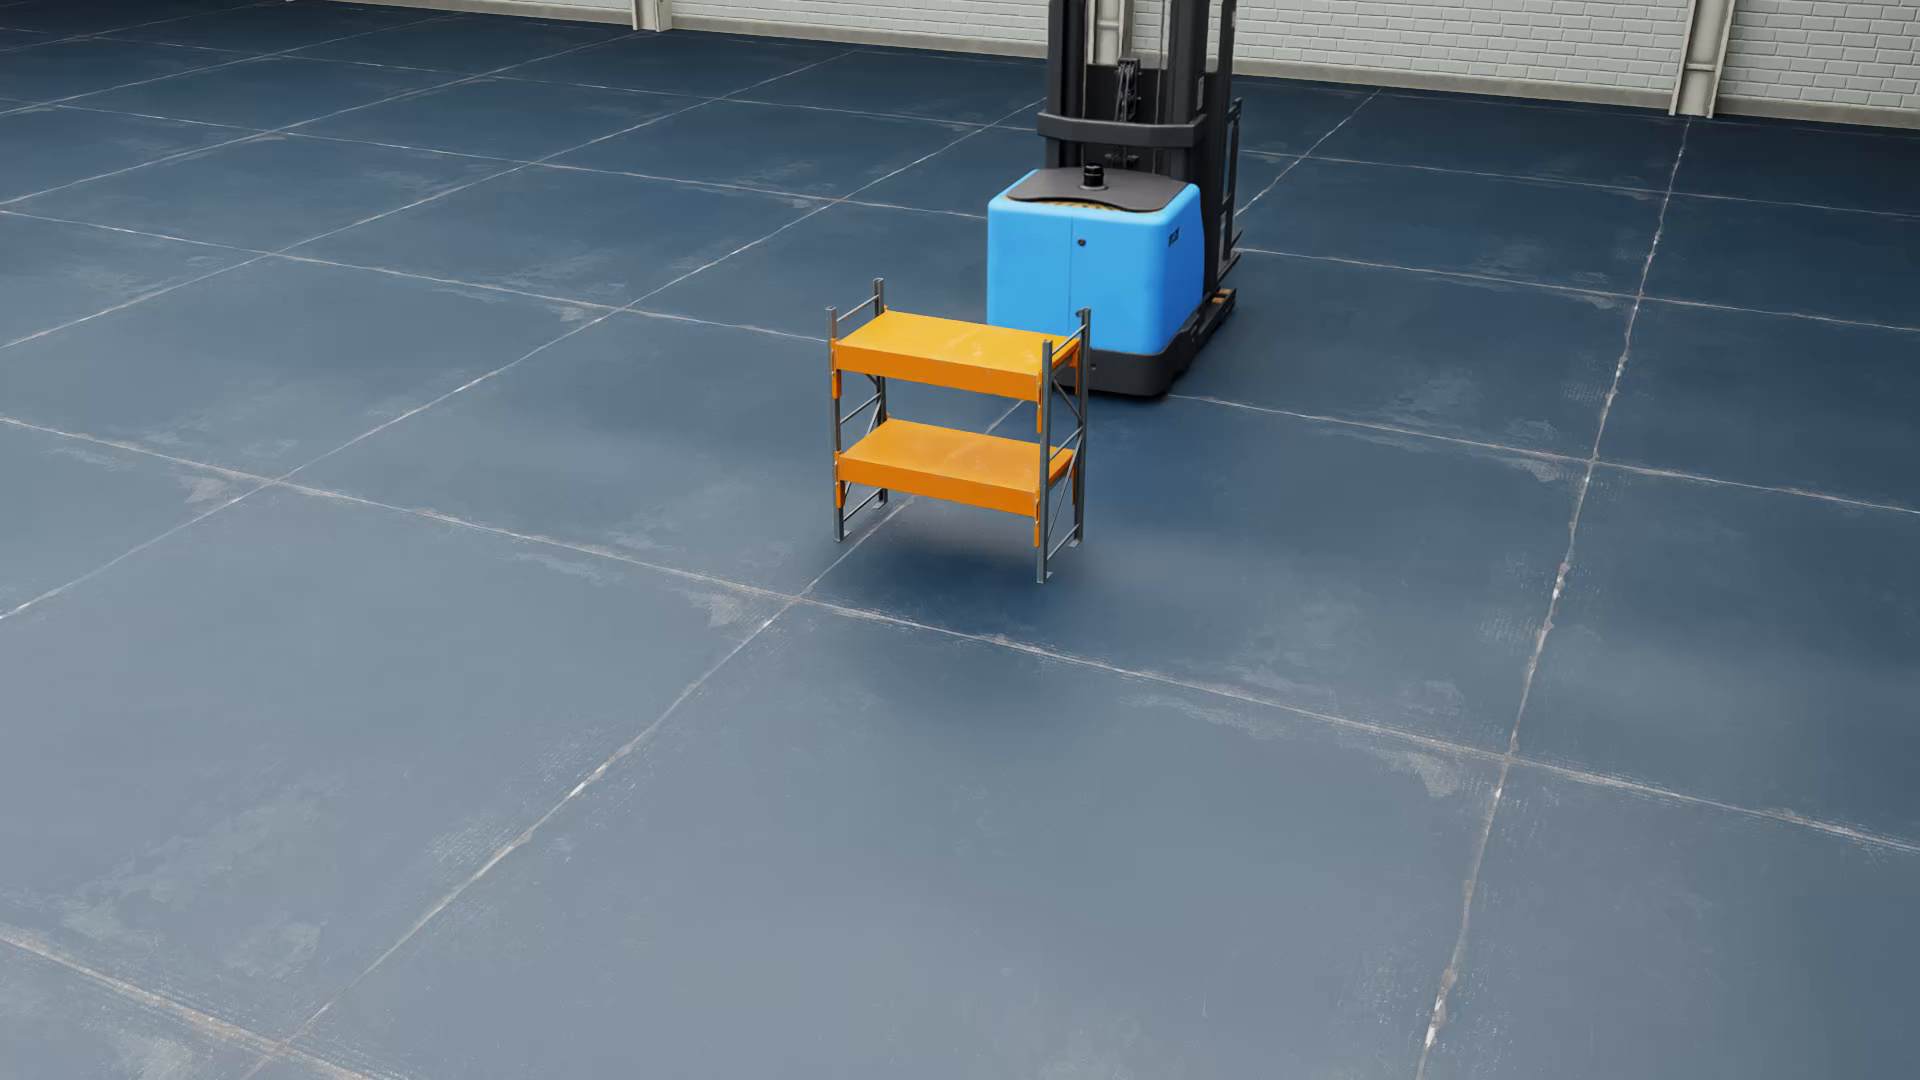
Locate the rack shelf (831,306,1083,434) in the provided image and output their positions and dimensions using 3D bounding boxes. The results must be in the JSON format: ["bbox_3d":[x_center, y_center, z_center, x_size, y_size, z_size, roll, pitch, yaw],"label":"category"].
[{"bbox_3d":[-0.006,-0.768,7.375,1.000,0.278,0.538,11,28,22],"label":"rack shelf"}]

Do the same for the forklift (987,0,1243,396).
[{"bbox_3d":[1.134,-2.741,9.999,1.130,2.935,3.031,9,28,19],"label":"forklift"}]

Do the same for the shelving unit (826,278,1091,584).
[{"bbox_3d":[-0.006,-0.506,7.504,1.048,1.125,0.538,11,28,22],"label":"shelving unit"}]

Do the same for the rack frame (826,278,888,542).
[{"bbox_3d":[-0.469,-0.599,7.693,0.032,1.125,0.500,11,28,22],"label":"rack frame"}]

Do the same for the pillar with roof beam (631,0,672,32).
[{"bbox_3d":[-5.588,-8.652,15.135,0.400,9.000,9.100,11,28,22],"label":"pillar with roof beam"}]

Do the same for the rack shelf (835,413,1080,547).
[{"bbox_3d":[-0.006,-0.287,7.612,1.000,0.278,0.538,11,28,22],"label":"rack shelf"}]

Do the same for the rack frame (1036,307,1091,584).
[{"bbox_3d":[0.457,-0.413,7.315,0.032,1.125,0.500,11,28,22],"label":"rack frame"}]

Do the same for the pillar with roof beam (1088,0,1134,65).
[{"bbox_3d":[-0.126,-7.555,12.906,0.400,9.000,9.100,11,28,22],"label":"pillar with roof beam"}]

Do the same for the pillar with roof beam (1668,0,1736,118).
[{"bbox_3d":[5.335,-6.457,10.678,0.400,9.000,9.100,11,28,22],"label":"pillar with roof beam"}]
